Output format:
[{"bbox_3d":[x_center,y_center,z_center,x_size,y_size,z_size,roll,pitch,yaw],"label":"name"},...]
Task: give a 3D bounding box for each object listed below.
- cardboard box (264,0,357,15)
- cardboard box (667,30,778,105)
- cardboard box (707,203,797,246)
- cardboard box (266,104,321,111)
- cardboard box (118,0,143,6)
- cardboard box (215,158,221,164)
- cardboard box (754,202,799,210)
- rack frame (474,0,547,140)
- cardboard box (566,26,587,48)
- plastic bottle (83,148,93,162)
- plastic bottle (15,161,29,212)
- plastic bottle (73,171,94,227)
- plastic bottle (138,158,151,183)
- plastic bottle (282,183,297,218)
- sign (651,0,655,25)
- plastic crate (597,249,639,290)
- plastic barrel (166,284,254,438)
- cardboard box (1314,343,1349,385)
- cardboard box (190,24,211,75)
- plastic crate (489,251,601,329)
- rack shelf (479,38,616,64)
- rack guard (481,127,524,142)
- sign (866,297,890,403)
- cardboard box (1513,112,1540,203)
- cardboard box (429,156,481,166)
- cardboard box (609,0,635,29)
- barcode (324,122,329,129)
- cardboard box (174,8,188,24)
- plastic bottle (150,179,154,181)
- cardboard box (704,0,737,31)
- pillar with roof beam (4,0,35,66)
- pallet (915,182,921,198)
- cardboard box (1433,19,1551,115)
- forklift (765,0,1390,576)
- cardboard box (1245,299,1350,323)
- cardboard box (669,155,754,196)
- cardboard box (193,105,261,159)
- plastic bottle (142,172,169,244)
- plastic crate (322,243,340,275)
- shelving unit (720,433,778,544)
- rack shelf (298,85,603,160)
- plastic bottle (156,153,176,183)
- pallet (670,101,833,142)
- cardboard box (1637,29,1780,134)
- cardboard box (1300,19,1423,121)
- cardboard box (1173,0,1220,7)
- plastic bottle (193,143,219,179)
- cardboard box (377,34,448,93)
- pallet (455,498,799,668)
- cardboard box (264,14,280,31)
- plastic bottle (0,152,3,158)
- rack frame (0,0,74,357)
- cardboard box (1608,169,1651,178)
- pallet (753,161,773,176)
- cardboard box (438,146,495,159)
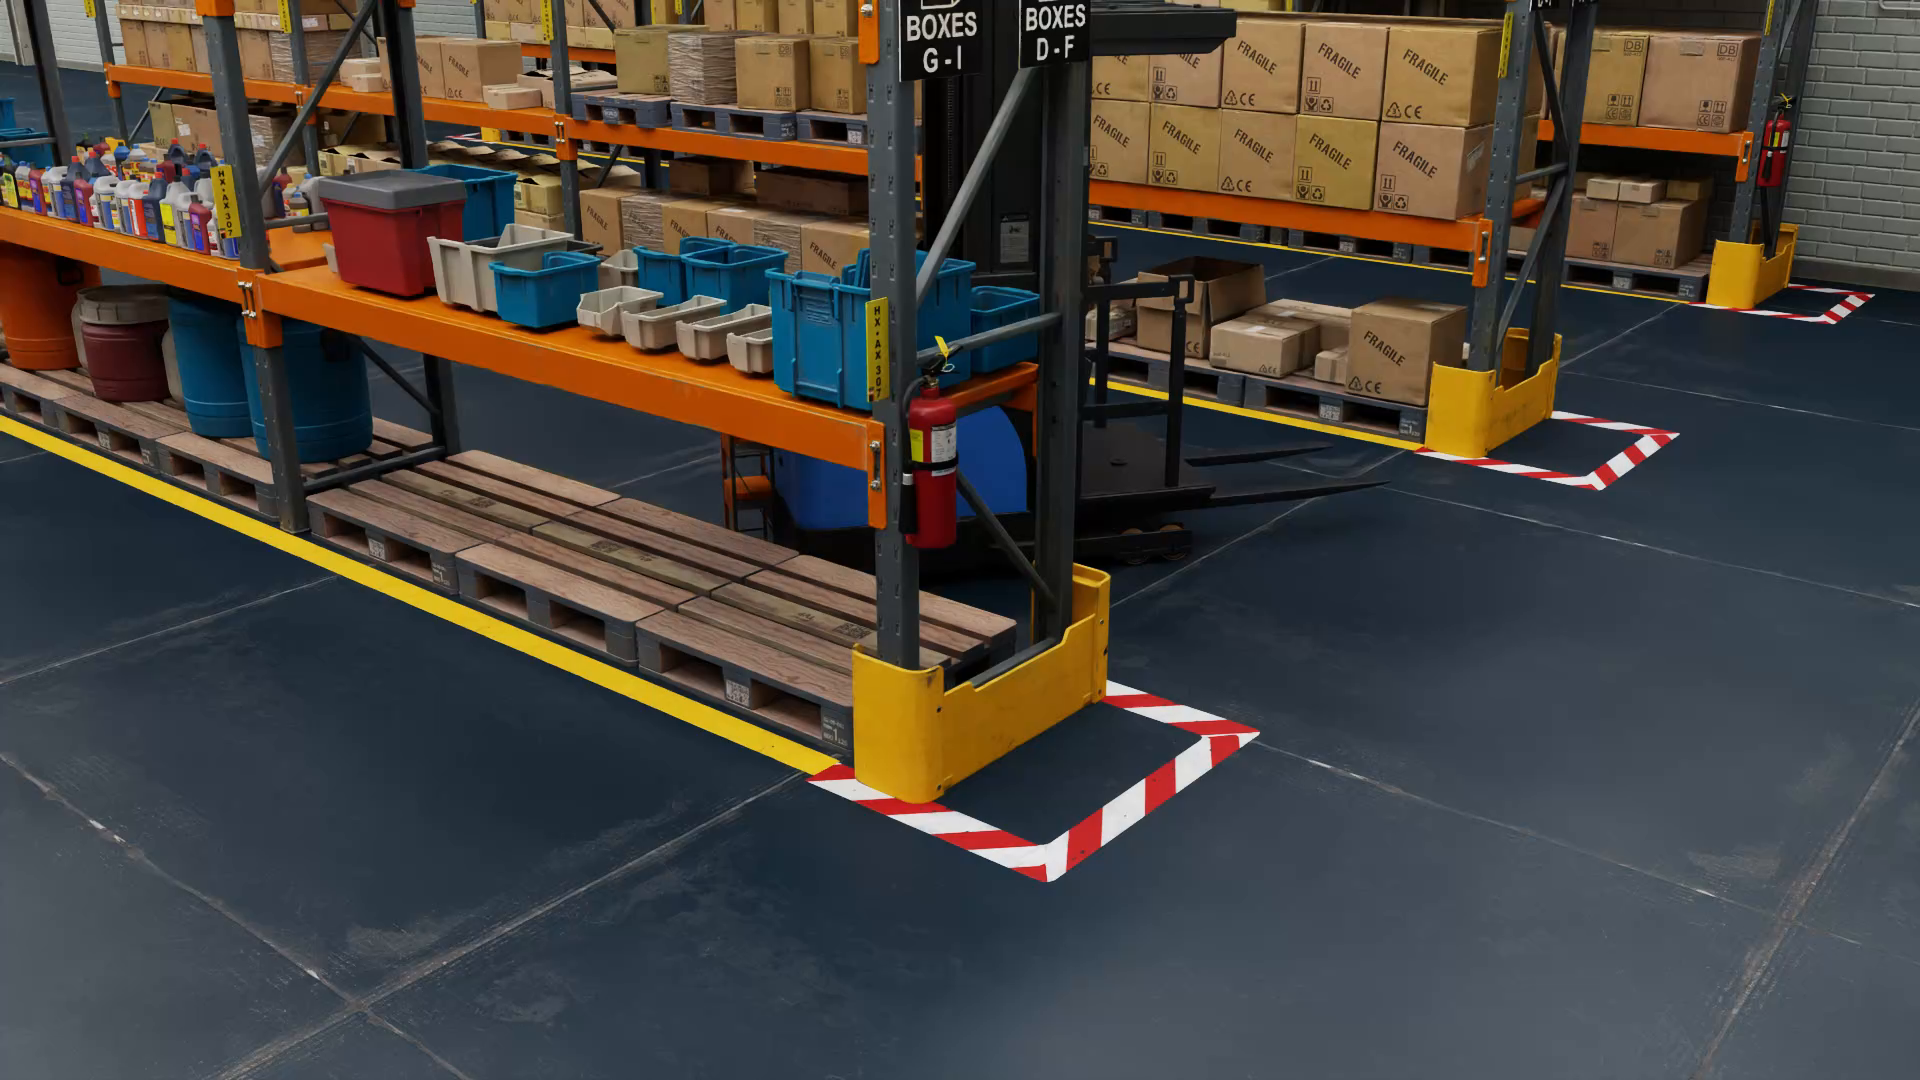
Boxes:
[{"bbox_3d":[-6.435,-5.462,16.421,0.500,0.500,0.700,16,26,37],"label":"cardboard box"},{"bbox_3d":[-1.842,-3.696,12.981,0.700,0.500,0.500,-16,26,-37],"label":"cardboard box"},{"bbox_3d":[-1.615,-2.332,13.019,0.500,0.500,0.500,15,25,35],"label":"cardboard box"},{"bbox_3d":[-7.024,-4.384,17.781,0.500,0.500,0.500,16,26,36],"label":"cardboard box"},{"bbox_3d":[-8.792,-6.138,18.213,0.500,0.500,0.700,16,26,36],"label":"cardboard box"},{"bbox_3d":[-7.751,-3.998,17.820,0.500,0.250,0.500,16,26,36],"label":"cardboard box"},{"bbox_3d":[-1.304,-2.480,13.411,0.500,0.500,0.500,15,25,34],"label":"cardboard box"},{"bbox_3d":[-6.057,-6.958,22.370,0.127,3.000,1.000,16,26,36],"label":"rack frame"},{"bbox_3d":[-4.687,-6.361,20.970,0.500,0.250,0.500,16,26,37],"label":"cardboard box"},{"bbox_3d":[-5.463,-2.368,10.478,0.097,0.201,0.097,0,21,0],"label":"plastic bottle"},{"bbox_3d":[-5.280,-2.003,9.410,0.097,0.271,0.097,0,21,0],"label":"plastic bottle"},{"bbox_3d":[-4.700,-1.833,8.943,0.133,0.283,0.061,16,26,36],"label":"plastic bottle"},{"bbox_3d":[-4.907,-2.208,10.054,0.097,0.201,0.097,0,21,0],"label":"plastic bottle"},{"bbox_3d":[-3.649,-1.846,9.094,0.097,0.201,0.097,0,21,0],"label":"plastic bottle"},{"bbox_3d":[-2.653,-4.474,14.252,0.005,0.325,0.100,16,26,36],"label":"sign"},{"bbox_3d":[-1.485,-1.171,7.312,0.466,0.136,0.293,16,26,36],"label":"plastic crate"},{"bbox_3d":[-3.984,-1.072,9.138,0.708,0.901,0.600,16,26,36],"label":"plastic barrel"},{"bbox_3d":[2.375,-1.083,10.181,0.250,0.166,0.380,16,26,36],"label":"cardboard box"},{"bbox_3d":[-7.632,-5.198,17.559,0.500,0.500,0.700,17,27,38],"label":"cardboard box"},{"bbox_3d":[-1.679,-1.018,6.770,0.300,0.233,0.416,16,26,36],"label":"plastic crate"},{"bbox_3d":[-4.508,-6.176,21.313,4.000,0.370,1.077,16,26,36],"label":"rack shelf"},{"bbox_3d":[-5.998,-5.772,22.766,0.348,0.500,1.175,16,26,36],"label":"rack guard"},{"bbox_3d":[-0.261,-0.603,5.285,0.005,0.325,0.100,16,26,36],"label":"sign"},{"bbox_3d":[3.032,-2.252,9.746,0.500,0.500,0.500,17,26,37],"label":"cardboard box"},{"bbox_3d":[-4.733,-3.380,15.388,0.500,0.311,0.500,17,26,38],"label":"cardboard box"},{"bbox_3d":[-3.910,-6.487,20.240,0.500,0.500,0.500,16,26,36],"label":"cardboard box"},{"bbox_3d":[-6.153,-4.026,16.151,0.075,0.075,0.001,16,26,36],"label":"barcode"},{"bbox_3d":[-8.020,-5.521,17.496,0.250,0.149,0.380,16,26,36],"label":"cardboard box"},{"bbox_3d":[-4.248,-1.775,8.806,0.097,0.271,0.097,0,21,0],"label":"plastic bottle"},{"bbox_3d":[-2.586,-6.196,19.582,0.500,0.500,0.700,16,26,36],"label":"cardboard box"},{"bbox_3d":[-21.635,-12.685,29.052,0.400,9.000,9.100,16,26,36],"label":"pillar with roof beam"},{"bbox_3d":[-0.464,-4.044,18.592,1.213,0.211,1.003,16,26,36],"label":"pallet"},{"bbox_3d":[3.032,-2.720,9.570,0.500,0.500,0.500,17,27,38],"label":"cardboard box"},{"bbox_3d":[0.608,-1.430,7.807,3.031,2.935,1.130,-6,21,-14],"label":"forklift"},{"bbox_3d":[2.193,-1.375,10.837,0.500,0.250,0.500,16,26,36],"label":"cardboard box"},{"bbox_3d":[-2.069,-3.050,13.861,0.500,0.250,0.500,17,27,38],"label":"cardboard box"},{"bbox_3d":[-7.751,-4.348,17.687,0.500,0.500,0.500,16,26,36],"label":"cardboard box"},{"bbox_3d":[-4.087,-1.707,8.513,0.185,0.351,0.144,16,26,36],"label":"plastic bottle"},{"bbox_3d":[-2.754,-1.335,7.745,0.243,0.136,0.396,16,26,36],"label":"plastic crate"},{"bbox_3d":[-1.000,-0.429,7.818,0.215,1.050,0.252,-6,22,-16],"label":"shelving unit"},{"bbox_3d":[-4.538,-3.928,15.354,4.000,0.370,1.077,16,26,36],"label":"rack shelf"},{"bbox_3d":[-4.603,-2.102,9.655,0.133,0.283,0.061,16,26,36],"label":"plastic bottle"},{"bbox_3d":[-1.479,-3.296,12.930,1.213,0.211,1.003,16,26,36],"label":"pallet"},{"bbox_3d":[5.937,-3.640,13.145,0.700,0.700,0.980,18,27,39],"label":"cardboard box"},{"bbox_3d":[2.299,-2.685,9.479,0.500,0.500,0.500,17,26,38],"label":"cardboard box"},{"bbox_3d":[2.326,-4.978,15.464,0.500,0.250,0.500,17,26,37],"label":"cardboard box"},{"bbox_3d":[-4.311,-2.096,9.545,0.185,0.351,0.144,16,26,36],"label":"plastic bottle"},{"bbox_3d":[-5.095,-4.465,15.614,0.500,0.500,0.500,18,27,40],"label":"cardboard box"},{"bbox_3d":[-1.481,0.157,7.452,1.213,0.211,1.003,16,26,36],"label":"pallet"},{"bbox_3d":[-6.624,-5.119,16.431,0.250,0.149,0.380,15,26,35],"label":"cardboard box"},{"bbox_3d":[-5.896,-2.264,10.097,0.135,0.276,0.152,16,26,36],"label":"plastic bottle"},{"bbox_3d":[-6.124,-2.465,10.455,0.127,3.000,1.000,16,26,36],"label":"rack frame"},{"bbox_3d":[5.563,-2.988,13.868,0.250,0.149,0.380,16,26,36],"label":"cardboard box"},{"bbox_3d":[-2.354,-4.588,20.036,1.213,0.211,1.003,16,26,36],"label":"pallet"},{"bbox_3d":[-4.800,-3.645,16.090,0.500,0.311,0.500,16,26,36],"label":"cardboard box"}]
